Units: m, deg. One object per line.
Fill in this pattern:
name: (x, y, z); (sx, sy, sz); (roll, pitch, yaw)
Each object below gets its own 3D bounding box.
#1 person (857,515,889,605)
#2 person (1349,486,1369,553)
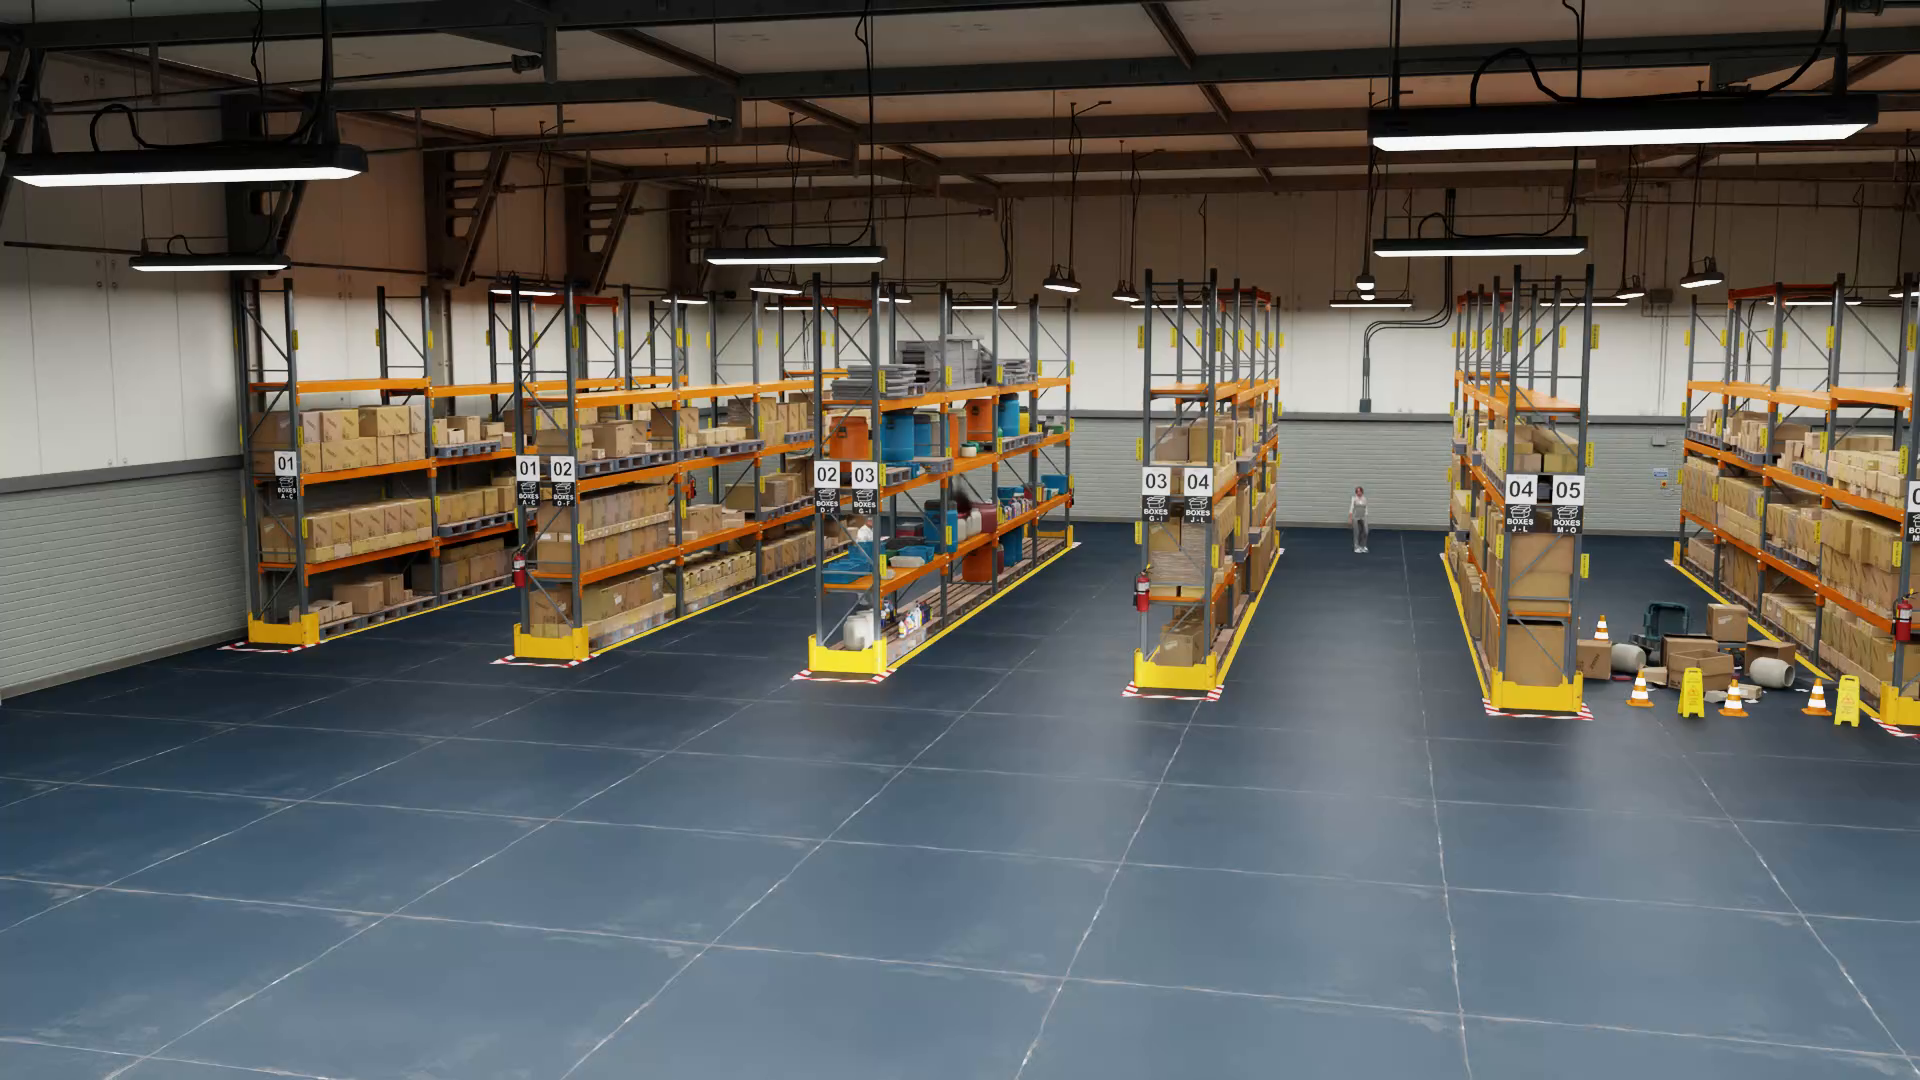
person: (-1.703, 0.377, 31.383); (0.526, 1.742, 0.685); (-5, 9, -37)
person: (9.413, -0.482, 39.237); (0.530, 1.590, 0.338); (-1, 7, -10)
